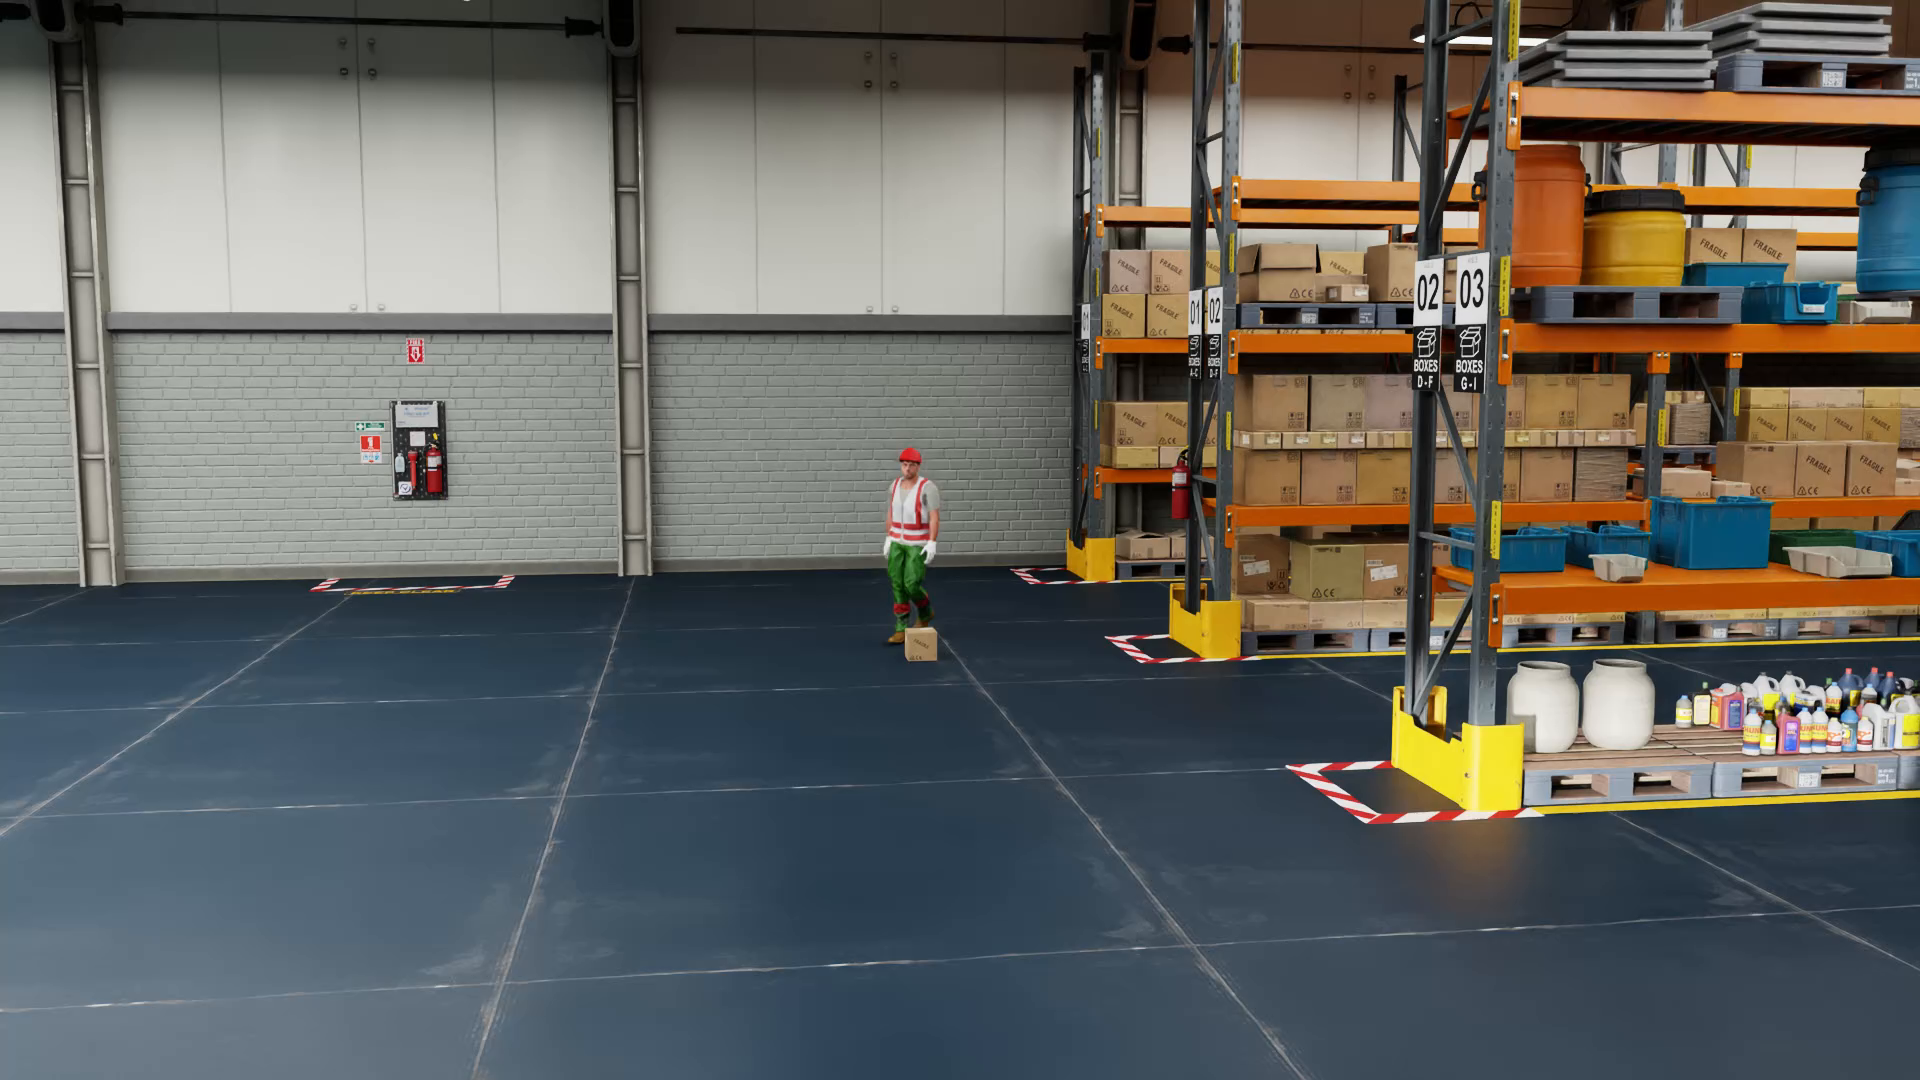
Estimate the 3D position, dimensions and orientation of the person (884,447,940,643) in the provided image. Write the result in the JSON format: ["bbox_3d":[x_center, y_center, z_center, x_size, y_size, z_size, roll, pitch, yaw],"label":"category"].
[{"bbox_3d":[-0.455,0.041,15.192,0.604,1.784,0.570,4,7,30],"label":"person"}]
